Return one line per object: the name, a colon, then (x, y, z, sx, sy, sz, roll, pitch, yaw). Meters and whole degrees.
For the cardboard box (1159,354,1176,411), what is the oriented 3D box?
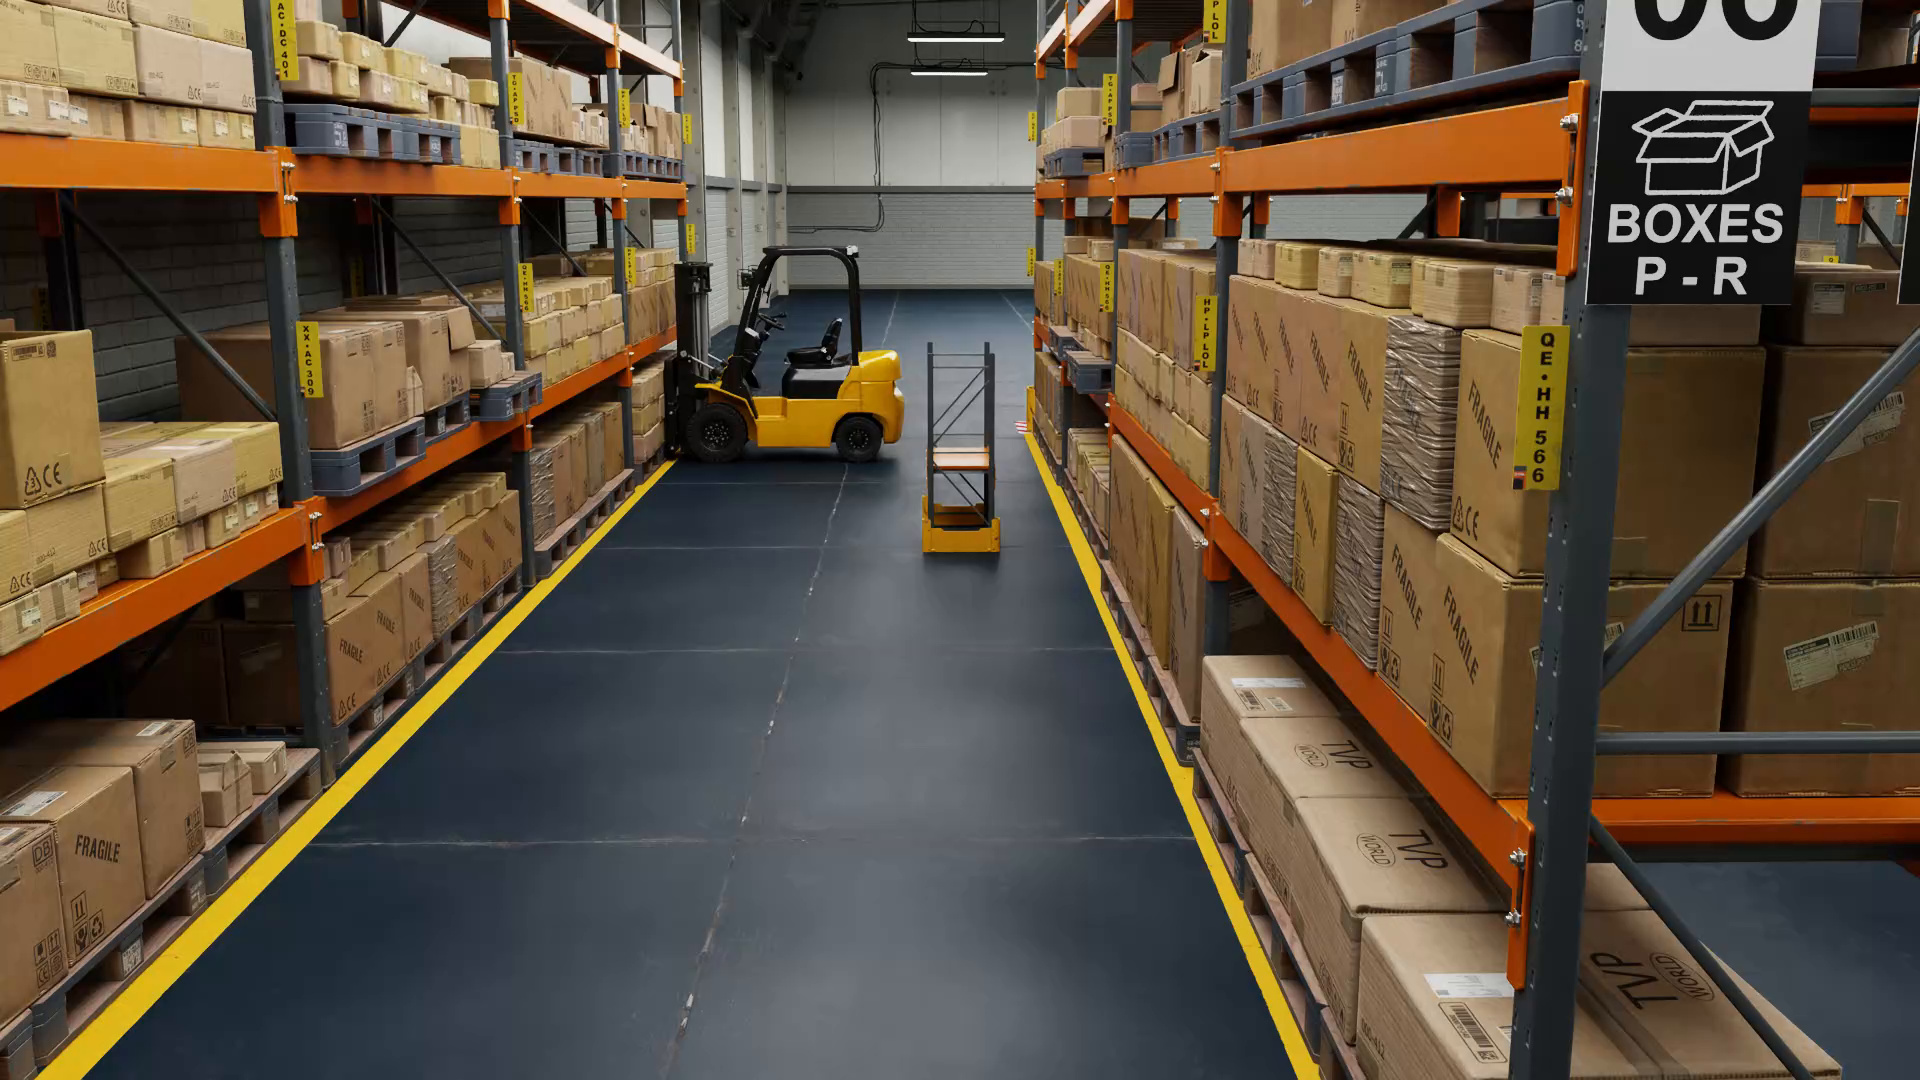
cardboard box: (1.325, -0.831, 8.731, 0.500, 0.250, 0.500, 0, 11, 0)

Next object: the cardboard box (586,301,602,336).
cardboard box: (-3.228, -1.811, 13.560, 0.500, 0.250, 0.500, 0, 11, 0)

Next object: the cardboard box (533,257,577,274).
cardboard box: (-3.789, -2.565, 15.525, 0.380, 0.149, 0.250, -1, 11, -3)

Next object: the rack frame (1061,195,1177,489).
rack frame: (1.446, -1.961, 15.180, 1.000, 3.000, 0.127, 0, 11, -1)

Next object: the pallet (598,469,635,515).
pallet: (-3.462, -0.427, 14.632, 1.003, 0.211, 1.213, 0, 11, -1)

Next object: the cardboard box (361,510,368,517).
cardboard box: (-3.704, -0.130, 9.756, 0.380, 0.149, 0.250, 0, 11, -2)

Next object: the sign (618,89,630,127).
sign: (-2.974, -3.822, 14.716, 0.100, 0.325, 0.005, 0, 11, -1)

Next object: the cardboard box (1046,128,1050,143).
cardboard box: (1.087, -4.171, 17.156, 0.380, 0.149, 0.250, 0, 11, 0)

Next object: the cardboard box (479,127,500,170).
cardboard box: (-3.180, -2.440, 10.375, 0.500, 0.250, 0.500, -1, 11, -3)

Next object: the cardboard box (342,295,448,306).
cardboard box: (-3.579, -1.296, 10.598, 0.500, 0.500, 0.500, 0, 11, 2)

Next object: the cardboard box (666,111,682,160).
cardboard box: (-3.346, -4.422, 18.207, 0.500, 0.500, 0.500, 0, 11, 1)

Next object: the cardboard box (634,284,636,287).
cardboard box: (-3.300, -2.474, 15.828, 0.380, 0.149, 0.250, 0, 11, -1)

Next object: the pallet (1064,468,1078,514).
pallet: (1.464, -0.440, 14.695, 1.003, 0.211, 1.213, 0, 11, -1)

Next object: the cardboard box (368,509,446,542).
cardboard box: (-3.171, -0.082, 9.520, 0.380, 0.149, 0.250, -1, 11, -4)

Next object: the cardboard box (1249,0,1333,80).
cardboard box: (1.414, -2.027, 6.401, 0.500, 0.500, 0.500, 0, 11, 0)

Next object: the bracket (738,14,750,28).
bracket: (-4.494, -10.794, 34.578, 0.235, 0.232, 0.430, 0, 11, -1)

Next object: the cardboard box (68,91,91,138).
cardboard box: (-3.061, -1.372, 5.365, 0.380, 0.149, 0.250, 0, 11, -1)

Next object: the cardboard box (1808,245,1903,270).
cardboard box: (6.477, -1.834, 11.791, 0.700, 0.500, 0.500, 0, 11, -1)

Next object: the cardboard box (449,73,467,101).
cardboard box: (-3.175, -2.710, 9.954, 0.380, 0.149, 0.250, -1, 11, -3)

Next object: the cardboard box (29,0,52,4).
cardboard box: (-3.063, -1.733, 4.885, 0.500, 0.250, 0.500, 0, 11, 0)

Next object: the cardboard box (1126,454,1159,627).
cardboard box: (1.474, -0.015, 9.878, 0.875, 0.875, 0.875, 0, 11, 0)

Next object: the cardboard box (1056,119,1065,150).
cardboard box: (1.069, -3.345, 13.778, 0.500, 0.250, 0.500, 0, 11, -2)

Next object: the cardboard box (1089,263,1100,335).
cardboard box: (1.220, -1.758, 12.126, 0.500, 0.500, 0.500, 0, 11, -2)

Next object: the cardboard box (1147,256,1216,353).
cardboard box: (1.317, -1.304, 9.176, 0.500, 0.500, 0.500, 0, 11, 0)

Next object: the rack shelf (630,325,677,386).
rack shelf: (-3.558, -1.985, 17.107, 1.077, 0.370, 4.000, 0, 11, -1)

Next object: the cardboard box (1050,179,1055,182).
cardboard box: (1.123, -3.727, 16.971, 0.380, 0.149, 0.250, -1, 11, -3)

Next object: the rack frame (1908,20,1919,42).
rack frame: (6.476, -4.146, 10.864, 1.000, 3.000, 0.127, 0, 11, -1)

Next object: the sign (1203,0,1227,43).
sign: (1.069, -2.244, 6.940, 0.100, 0.325, 0.005, 0, 11, -1)

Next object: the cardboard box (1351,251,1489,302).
cardboard box: (1.419, -0.809, 5.103, 0.380, 0.149, 0.250, 0, 11, 1)

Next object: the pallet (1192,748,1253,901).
pallet: (1.549, 1.147, 6.872, 1.003, 0.211, 1.213, 0, 11, -1)

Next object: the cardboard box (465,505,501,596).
cardboard box: (-3.210, 0.057, 10.463, 0.500, 0.500, 0.500, 0, 11, -2)

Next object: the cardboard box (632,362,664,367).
cardboard box: (-3.238, -1.690, 17.192, 0.500, 0.250, 0.500, 0, 11, -2)

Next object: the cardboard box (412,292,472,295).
cardboard box: (-3.779, -1.727, 12.145, 0.380, 0.149, 0.250, 0, 11, -2)

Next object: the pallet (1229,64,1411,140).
pallet: (1.618, -1.635, 6.250, 1.003, 0.211, 1.213, 0, 11, -1)

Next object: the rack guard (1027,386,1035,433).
rack guard: (1.365, -1.516, 19.274, 1.175, 0.500, 0.348, 0, 11, -1)

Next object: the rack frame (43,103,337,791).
rack frame: (-3.351, -0.349, 7.237, 1.000, 3.000, 0.127, 0, 11, -1)

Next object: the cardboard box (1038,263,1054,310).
cardboard box: (1.110, -2.753, 18.083, 0.500, 0.500, 0.500, 0, 11, 1)

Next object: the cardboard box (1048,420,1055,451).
cardboard box: (1.144, -1.041, 16.507, 0.500, 0.250, 0.500, -1, 11, -3)

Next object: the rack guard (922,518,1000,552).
rack guard: (0.009, -0.039, 12.621, 0.587, 0.250, 0.087, 0, 11, -1)

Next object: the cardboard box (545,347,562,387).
cardboard box: (-3.204, -1.260, 12.104, 0.500, 0.250, 0.500, 0, 11, -2)

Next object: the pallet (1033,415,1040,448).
pallet: (1.347, -1.213, 18.506, 1.003, 0.211, 1.213, 0, 11, -1)

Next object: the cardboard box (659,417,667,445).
cardboard box: (-3.247, -1.098, 16.789, 0.500, 0.250, 0.500, 0, 11, 0)

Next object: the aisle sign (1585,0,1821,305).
aisle sign: (1.386, -0.834, 3.087, 0.394, 0.787, 0.004, 0, 11, -1)

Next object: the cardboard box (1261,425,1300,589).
cardboard box: (1.370, -0.126, 5.886, 0.500, 0.500, 0.500, 0, 11, -1)

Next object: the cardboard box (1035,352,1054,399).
cardboard box: (1.105, -1.816, 18.437, 0.500, 0.500, 0.500, -1, 11, -3)

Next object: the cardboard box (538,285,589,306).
cardboard box: (-3.148, -1.933, 13.162, 0.380, 0.149, 0.250, -1, 11, -3)

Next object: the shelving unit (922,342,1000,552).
shelving unit: (-0.002, -0.750, 12.985, 0.587, 1.500, 1.083, 0, 11, -1)

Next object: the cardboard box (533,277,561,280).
cardboard box: (-3.723, -2.236, 14.653, 0.380, 0.149, 0.250, 0, 11, -2)

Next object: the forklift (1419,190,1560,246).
forklift: (3.896, -1.283, 12.010, 1.130, 2.935, 3.031, 1, 11, 4)

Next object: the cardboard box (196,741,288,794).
cardboard box: (-3.046, 0.951, 6.939, 0.380, 0.149, 0.250, -1, 11, -3)

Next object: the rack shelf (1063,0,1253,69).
rack shelf: (1.488, -3.955, 12.735, 1.077, 0.370, 4.000, 0, 11, -1)

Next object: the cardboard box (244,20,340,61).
cardboard box: (-2.919, -2.158, 7.184, 0.380, 0.149, 0.250, 0, 11, 0)

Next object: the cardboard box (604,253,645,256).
cardboard box: (-3.332, -2.773, 16.551, 0.380, 0.149, 0.250, 0, 11, -1)

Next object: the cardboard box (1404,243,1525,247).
cardboard box: (1.852, -1.015, 6.120, 0.380, 0.149, 0.250, 0, 11, -2)

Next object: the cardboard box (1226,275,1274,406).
cardboard box: (1.379, -0.814, 6.761, 0.500, 0.500, 0.500, 0, 11, -1)

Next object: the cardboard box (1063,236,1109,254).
cardboard box: (1.103, -2.584, 14.566, 0.380, 0.149, 0.250, 0, 11, -1)

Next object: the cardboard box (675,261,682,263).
cardboard box: (-3.312, -3.034, 18.587, 0.380, 0.149, 0.250, 0, 11, 0)

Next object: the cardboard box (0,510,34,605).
cardboard box: (-3.033, 0.081, 4.744, 0.500, 0.250, 0.500, 0, 11, -2)
